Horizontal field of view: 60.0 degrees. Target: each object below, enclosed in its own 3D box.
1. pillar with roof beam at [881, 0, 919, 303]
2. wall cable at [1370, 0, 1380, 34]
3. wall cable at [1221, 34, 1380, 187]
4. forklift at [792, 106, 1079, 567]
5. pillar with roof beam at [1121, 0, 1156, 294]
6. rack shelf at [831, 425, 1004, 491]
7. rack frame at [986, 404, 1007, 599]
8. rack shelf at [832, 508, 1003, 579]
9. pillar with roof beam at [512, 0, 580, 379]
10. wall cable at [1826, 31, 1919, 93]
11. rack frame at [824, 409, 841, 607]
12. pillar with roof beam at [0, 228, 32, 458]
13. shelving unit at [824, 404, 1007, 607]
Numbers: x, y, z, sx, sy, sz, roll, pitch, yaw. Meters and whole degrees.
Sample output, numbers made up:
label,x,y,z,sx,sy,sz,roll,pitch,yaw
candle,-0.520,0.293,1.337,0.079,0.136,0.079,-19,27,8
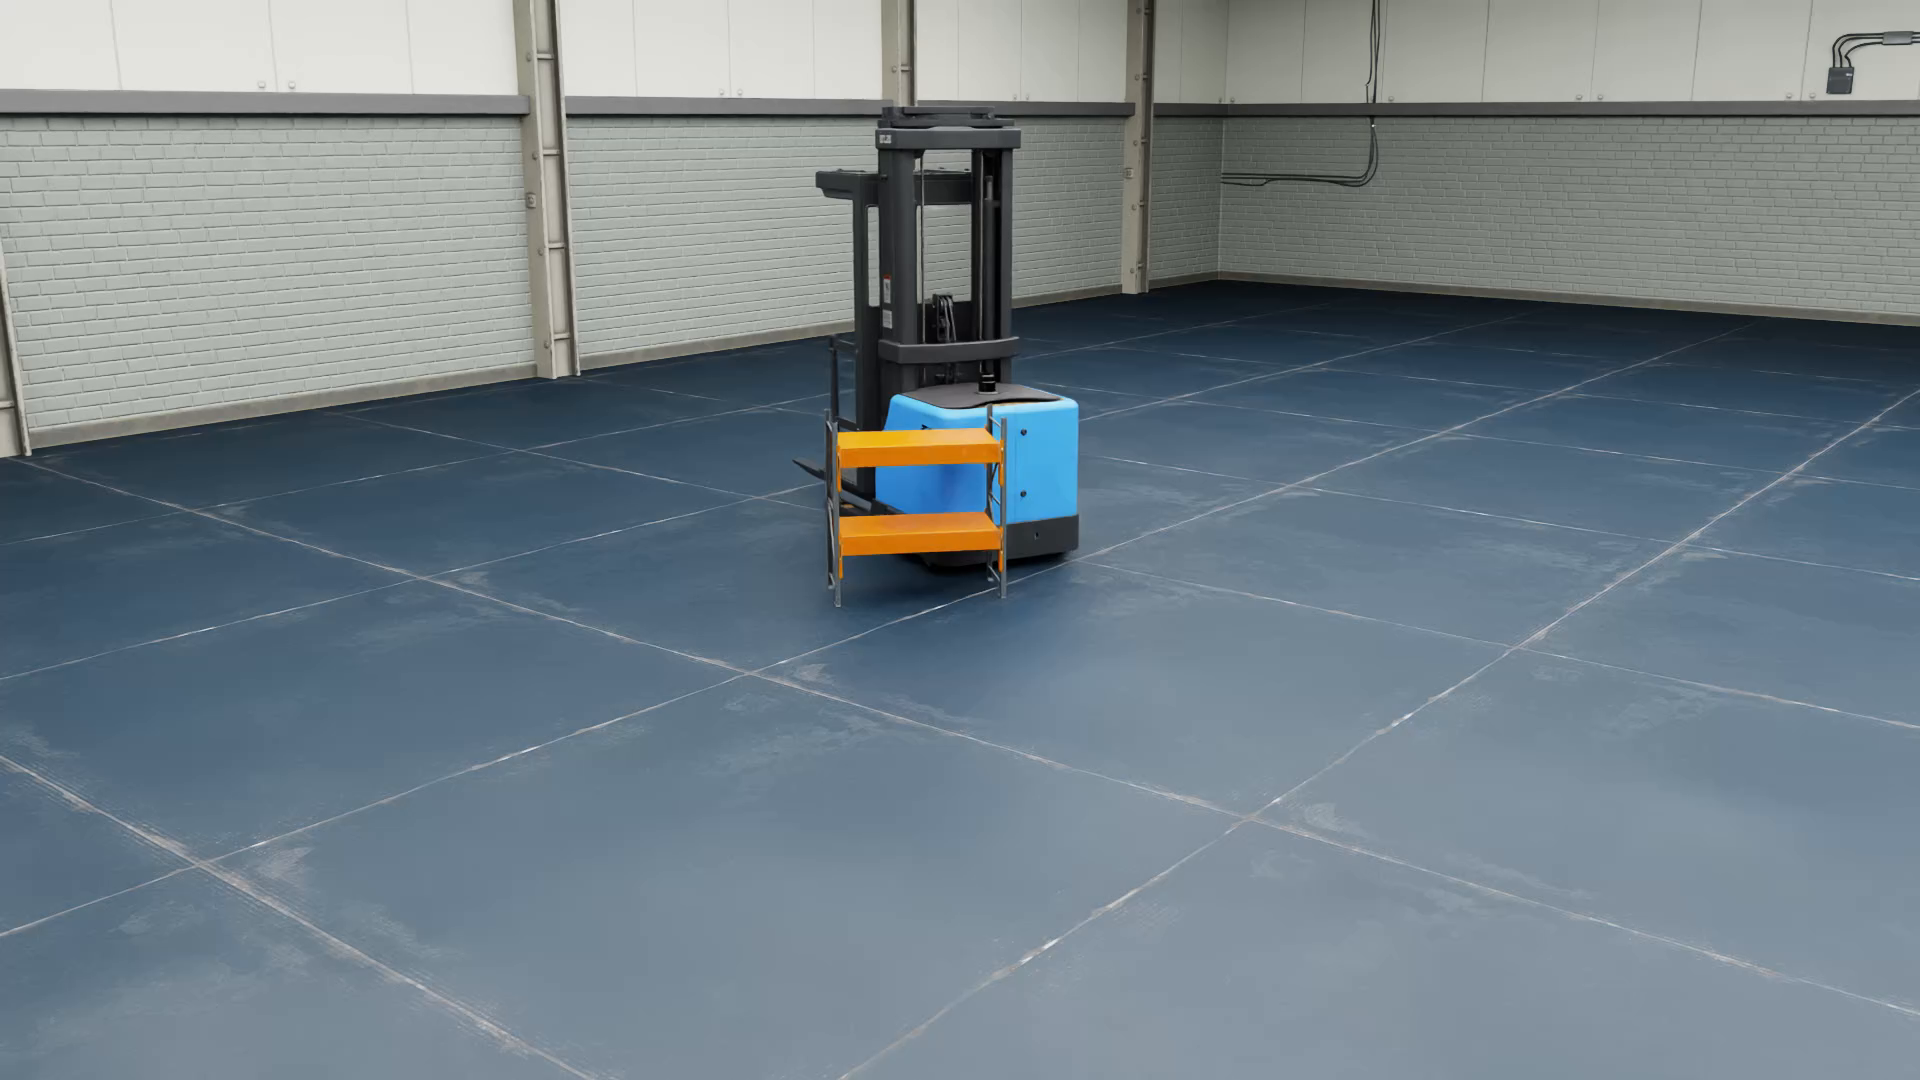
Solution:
label,x,y,z,sx,sy,sz,roll,pitch,yaw
pillar with roof beam,2.524,-6.725,19.820,9.100,9.000,0.400,11,18,38
wall cable,7.931,-9.424,26.493,3.097,2.526,0.112,11,18,38
wall cable,5.827,-7.395,28.763,3.097,2.526,0.112,11,18,38
forklift,-0.340,-1.560,11.810,1.130,2.935,3.031,-7,16,-27
pillar with roof beam,6.295,-7.874,24.343,9.100,9.000,0.400,11,18,38
rack shelf,-0.275,-0.506,10.140,1.000,0.278,0.538,-2,14,-9
rack frame,0.226,-0.243,10.295,0.032,1.125,0.500,-2,14,-9
rack shelf,-0.275,0.015,10.272,1.000,0.278,0.538,-2,14,-9
pillar with roof beam,-1.247,-5.576,15.297,9.100,9.000,0.400,11,18,38
wall cable,13.201,-9.076,22.167,2.305,6.003,0.169,11,18,38
rack frame,-0.776,-0.201,10.128,0.032,1.125,0.500,-2,14,-9
pillar with roof beam,-5.018,-4.427,10.774,9.100,9.000,0.400,11,18,38
shelving unit,-0.275,-0.222,10.212,1.048,1.125,0.538,-2,14,-9
